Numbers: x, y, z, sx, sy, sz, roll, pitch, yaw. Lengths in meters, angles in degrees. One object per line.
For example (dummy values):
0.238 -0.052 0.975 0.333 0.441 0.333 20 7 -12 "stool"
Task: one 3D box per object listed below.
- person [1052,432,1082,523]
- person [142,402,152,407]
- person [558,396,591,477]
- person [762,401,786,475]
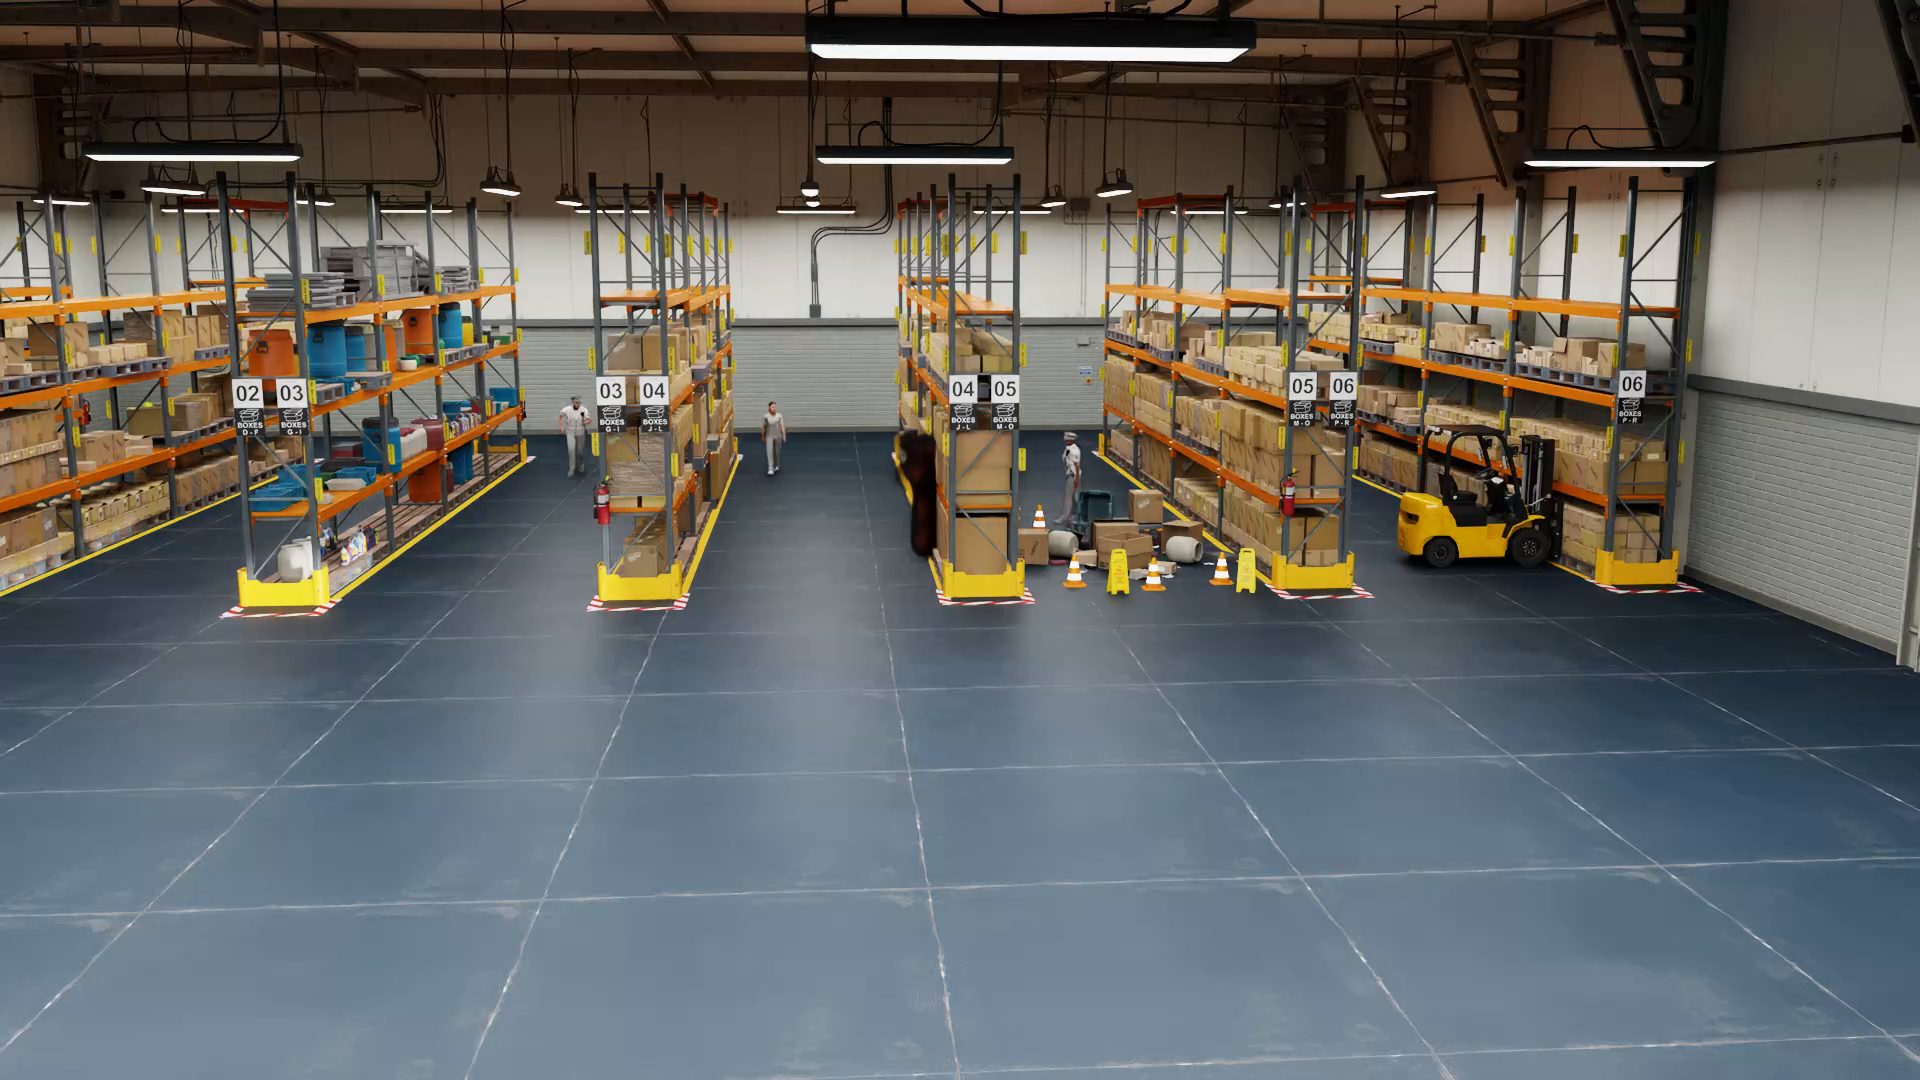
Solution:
1.984 -1.152 30.498 0.567 1.658 0.526 0 10 2 "person"
-17.400 -2.078 35.608 0.713 1.765 0.953 -1 10 -4 "person"
-8.498 -2.321 36.680 0.720 1.736 0.993 -1 10 -7 "person"
-4.121 -2.251 36.791 0.524 1.582 1.039 -1 10 -7 "person"
